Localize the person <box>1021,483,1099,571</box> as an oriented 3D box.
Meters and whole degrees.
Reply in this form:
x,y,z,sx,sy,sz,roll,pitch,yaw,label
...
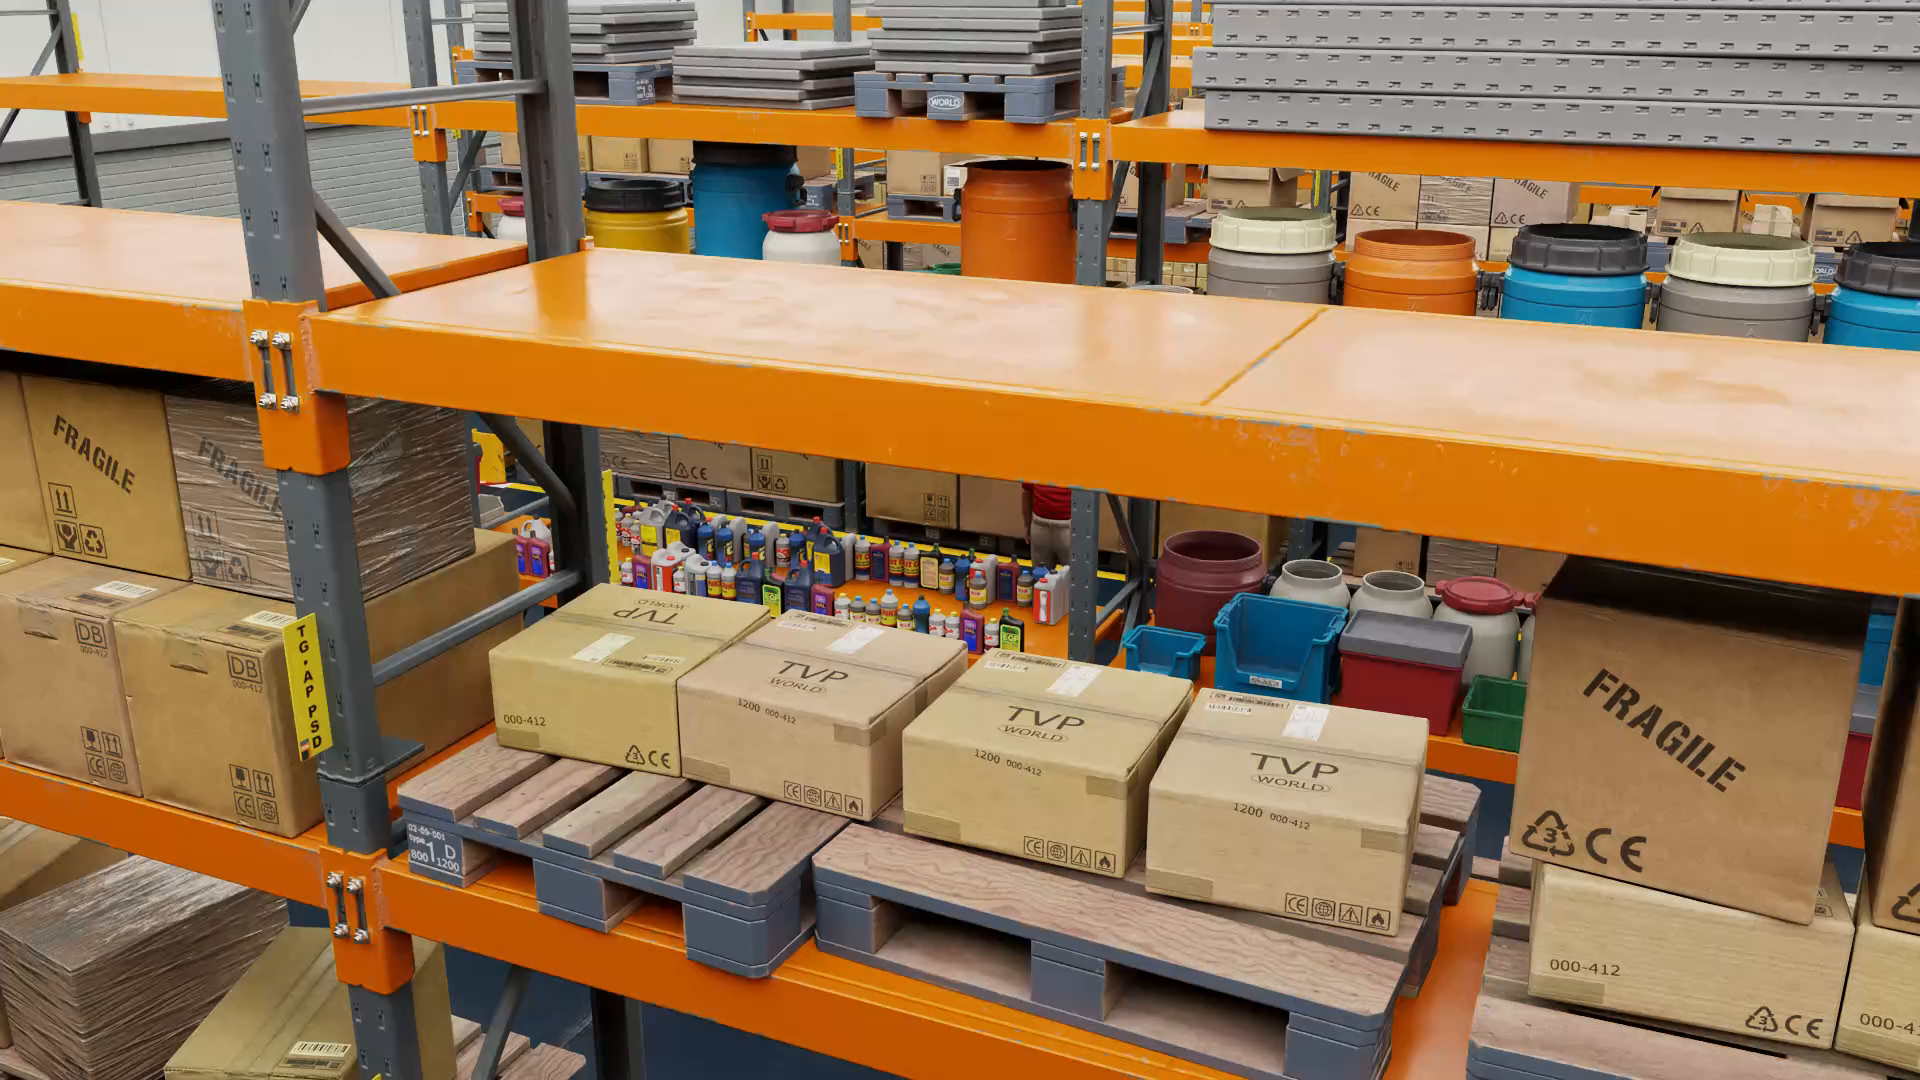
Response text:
x,y,z,sx,sy,sz,roll,pitch,yaw,label
0.735,-0.052,12.235,0.585,1.727,0.392,8,21,23,person
